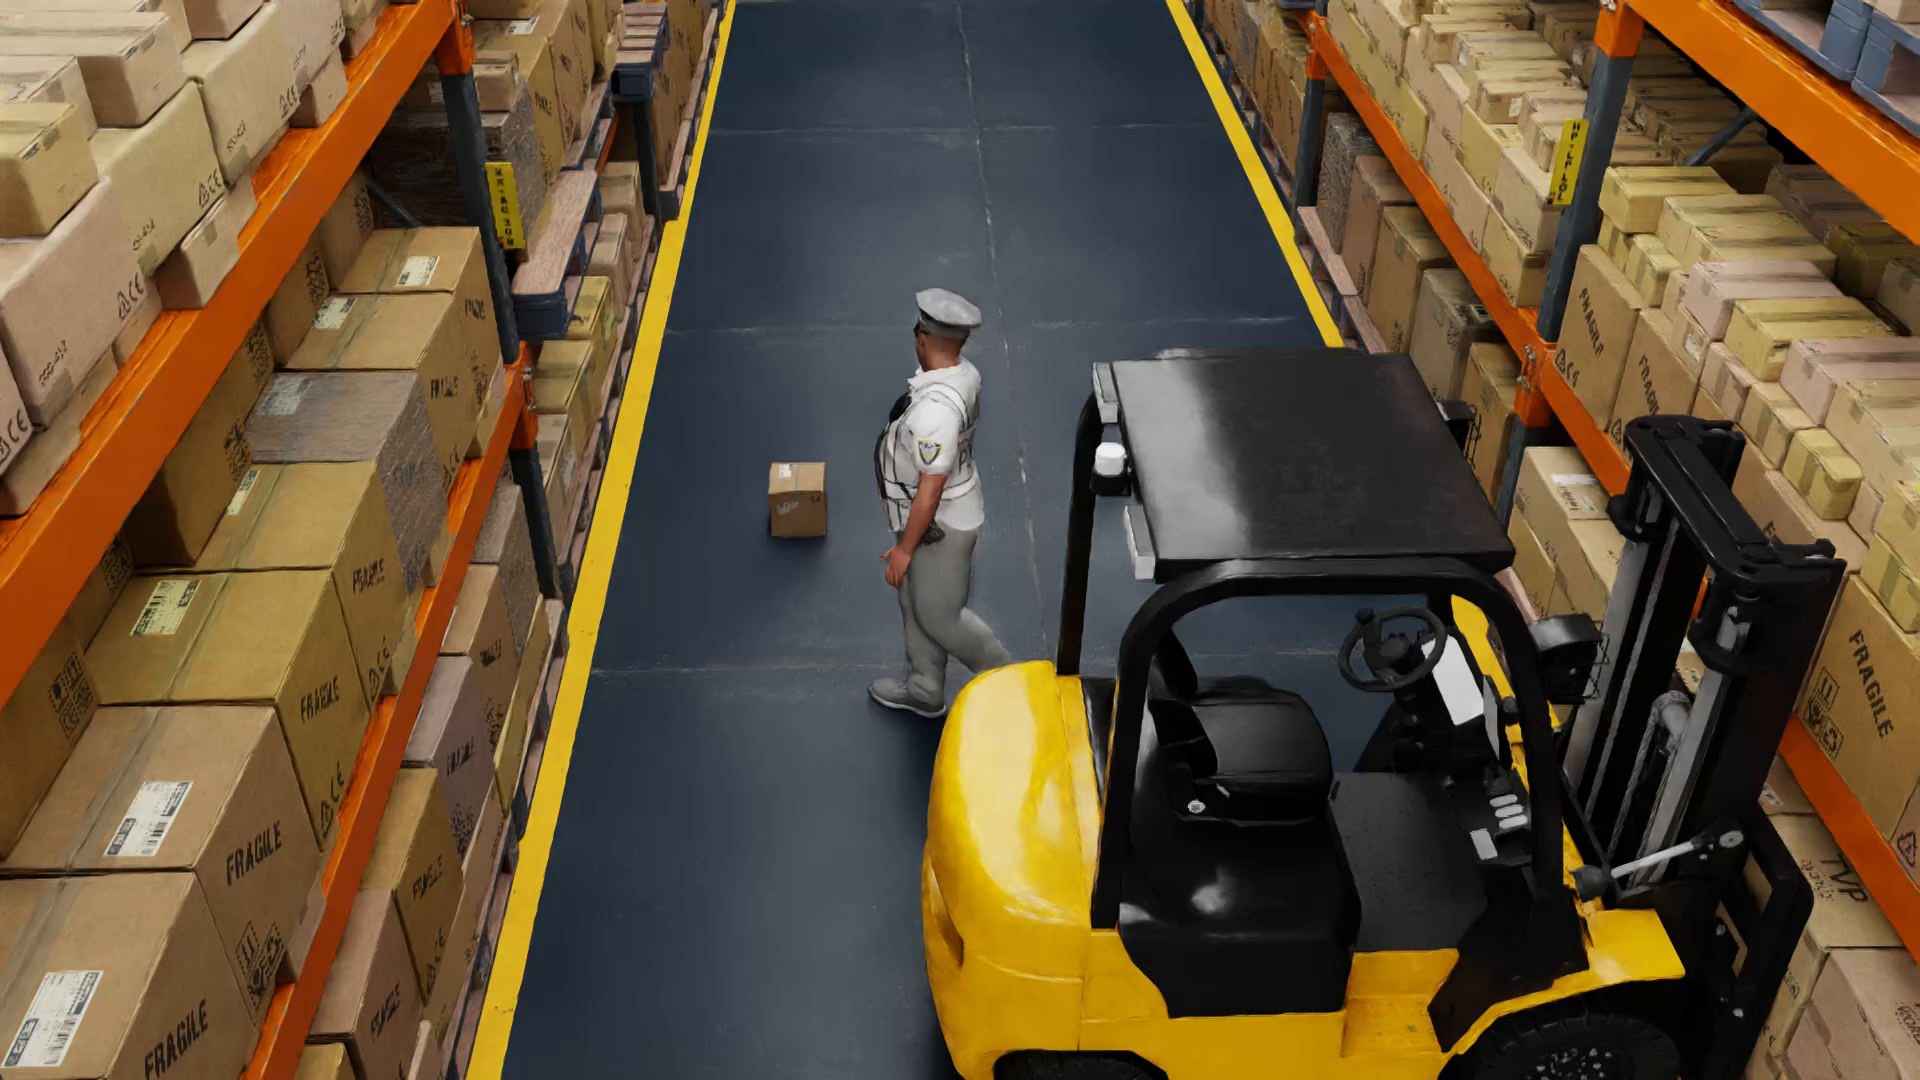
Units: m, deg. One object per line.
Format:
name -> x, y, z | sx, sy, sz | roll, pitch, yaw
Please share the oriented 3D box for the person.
person -> -0.054, -0.081, 6.281 | 0.622, 1.705, 0.597 | 0, 35, 0
